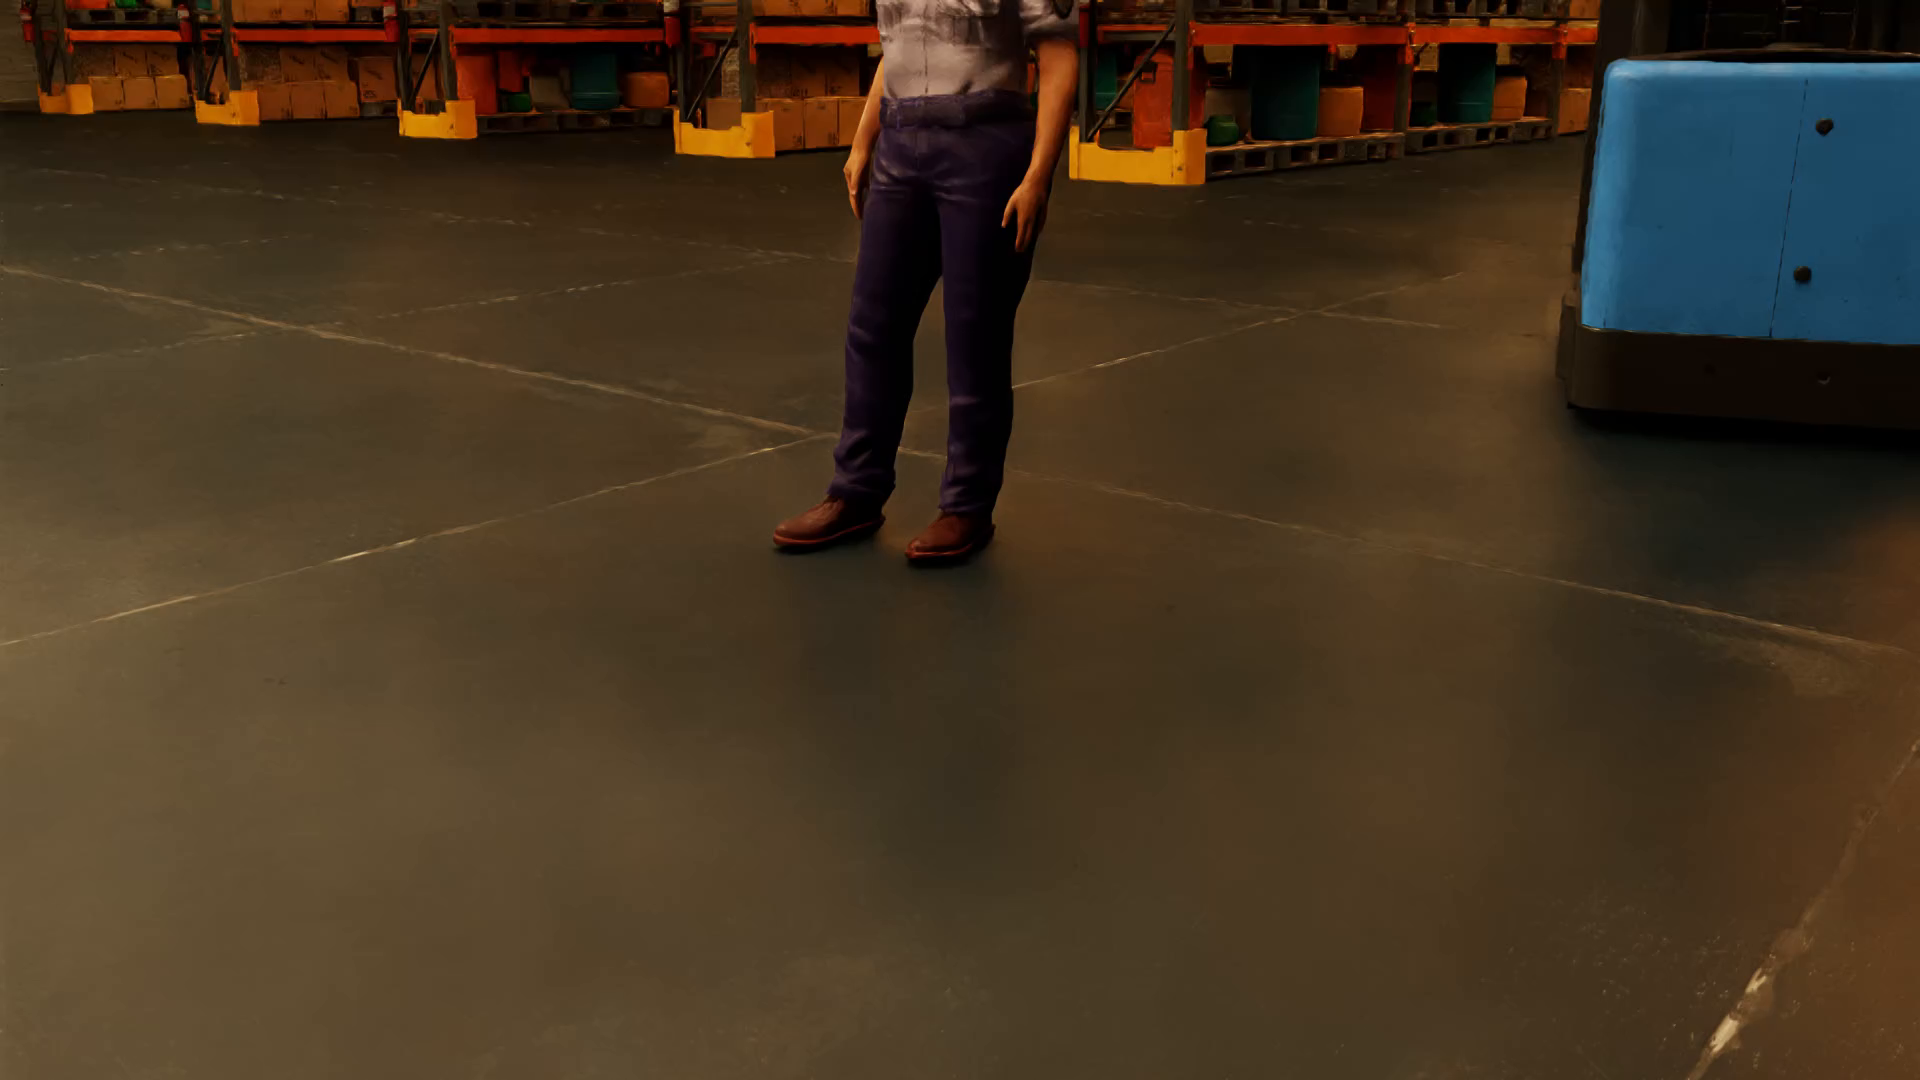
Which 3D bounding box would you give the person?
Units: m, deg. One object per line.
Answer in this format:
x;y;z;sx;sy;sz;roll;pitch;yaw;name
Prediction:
-0.075;-0.775;3.649;0.599;1.642;0.502;13;21;37;person

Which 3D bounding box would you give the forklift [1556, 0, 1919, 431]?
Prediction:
2.831;-2.096;5.799;1.130;2.935;3.031;6;18;19;forklift
